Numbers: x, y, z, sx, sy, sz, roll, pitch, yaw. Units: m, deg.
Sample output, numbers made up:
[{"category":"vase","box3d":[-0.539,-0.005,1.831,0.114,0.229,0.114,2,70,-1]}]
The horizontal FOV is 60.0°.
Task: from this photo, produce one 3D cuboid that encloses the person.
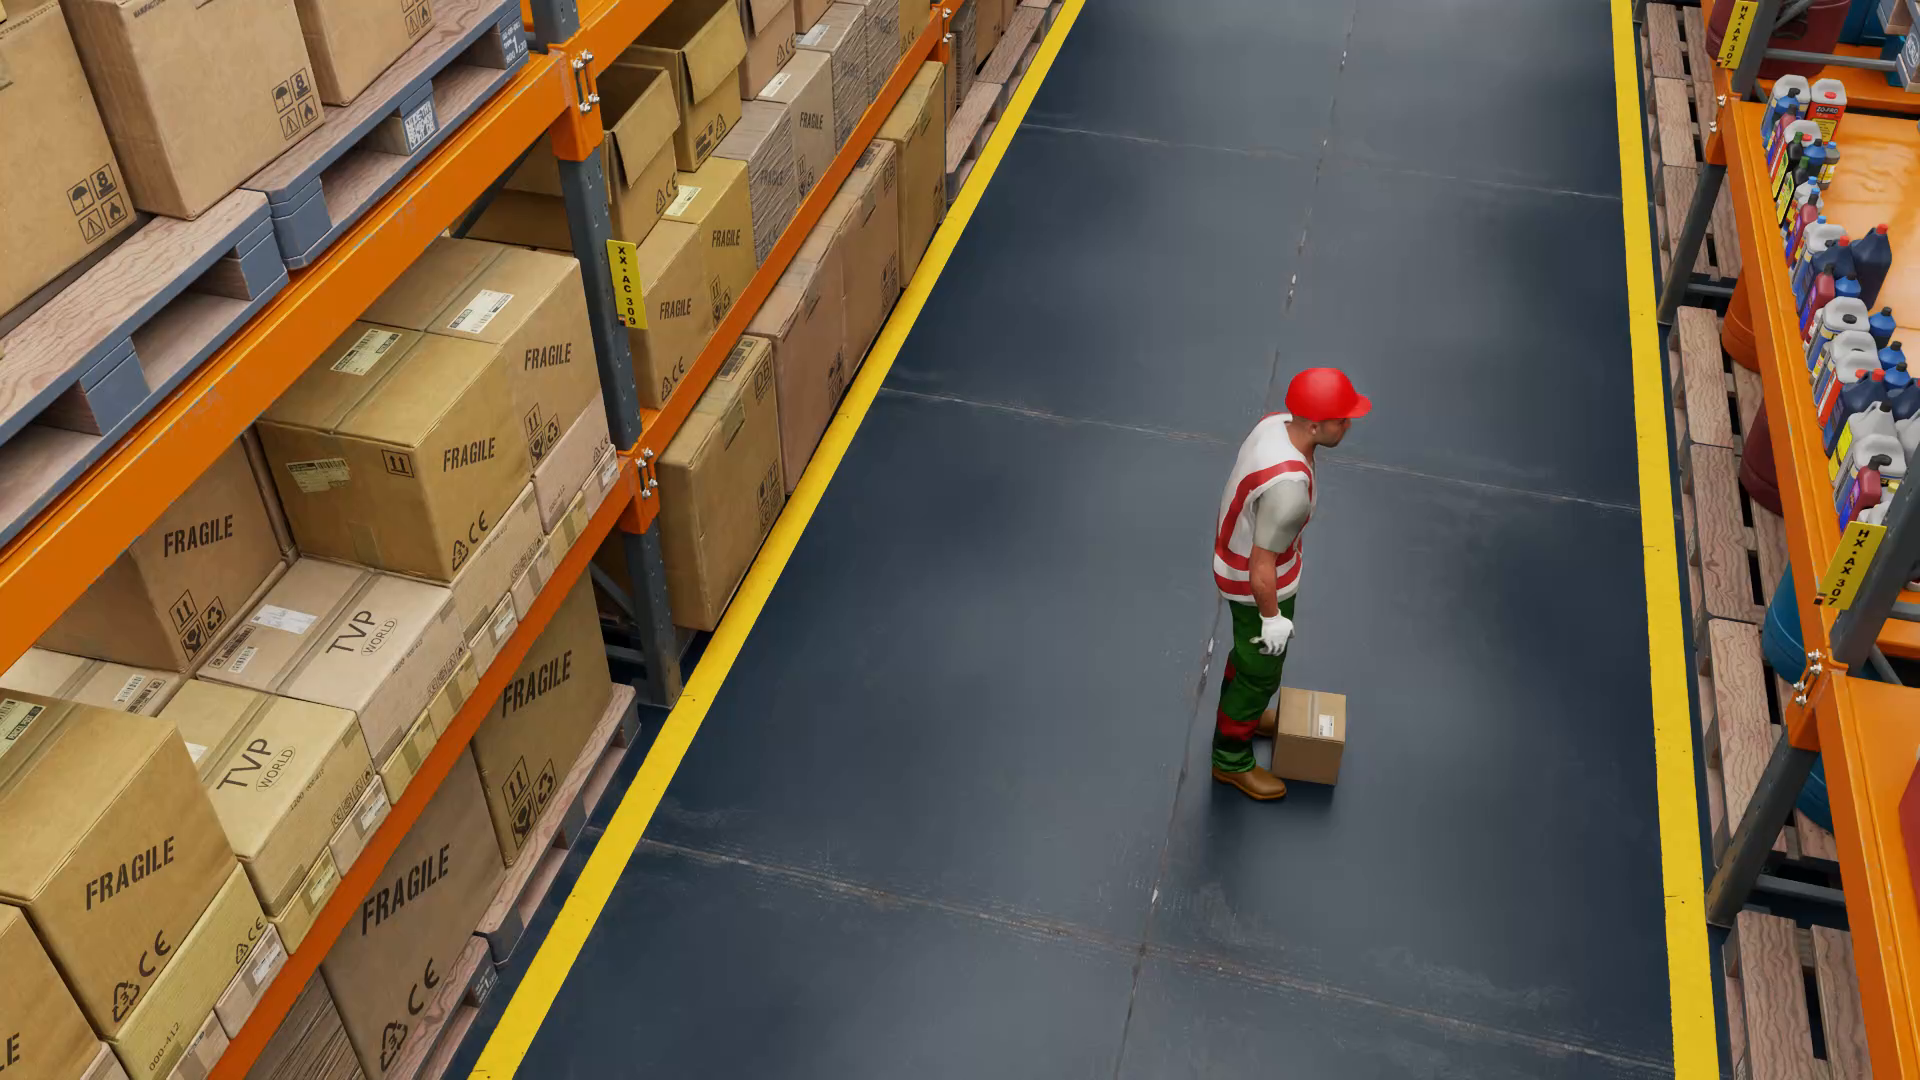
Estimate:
[{"category":"person","box3d":[1.130,0.134,5.991,0.452,1.778,0.613,8,41,9]}]
